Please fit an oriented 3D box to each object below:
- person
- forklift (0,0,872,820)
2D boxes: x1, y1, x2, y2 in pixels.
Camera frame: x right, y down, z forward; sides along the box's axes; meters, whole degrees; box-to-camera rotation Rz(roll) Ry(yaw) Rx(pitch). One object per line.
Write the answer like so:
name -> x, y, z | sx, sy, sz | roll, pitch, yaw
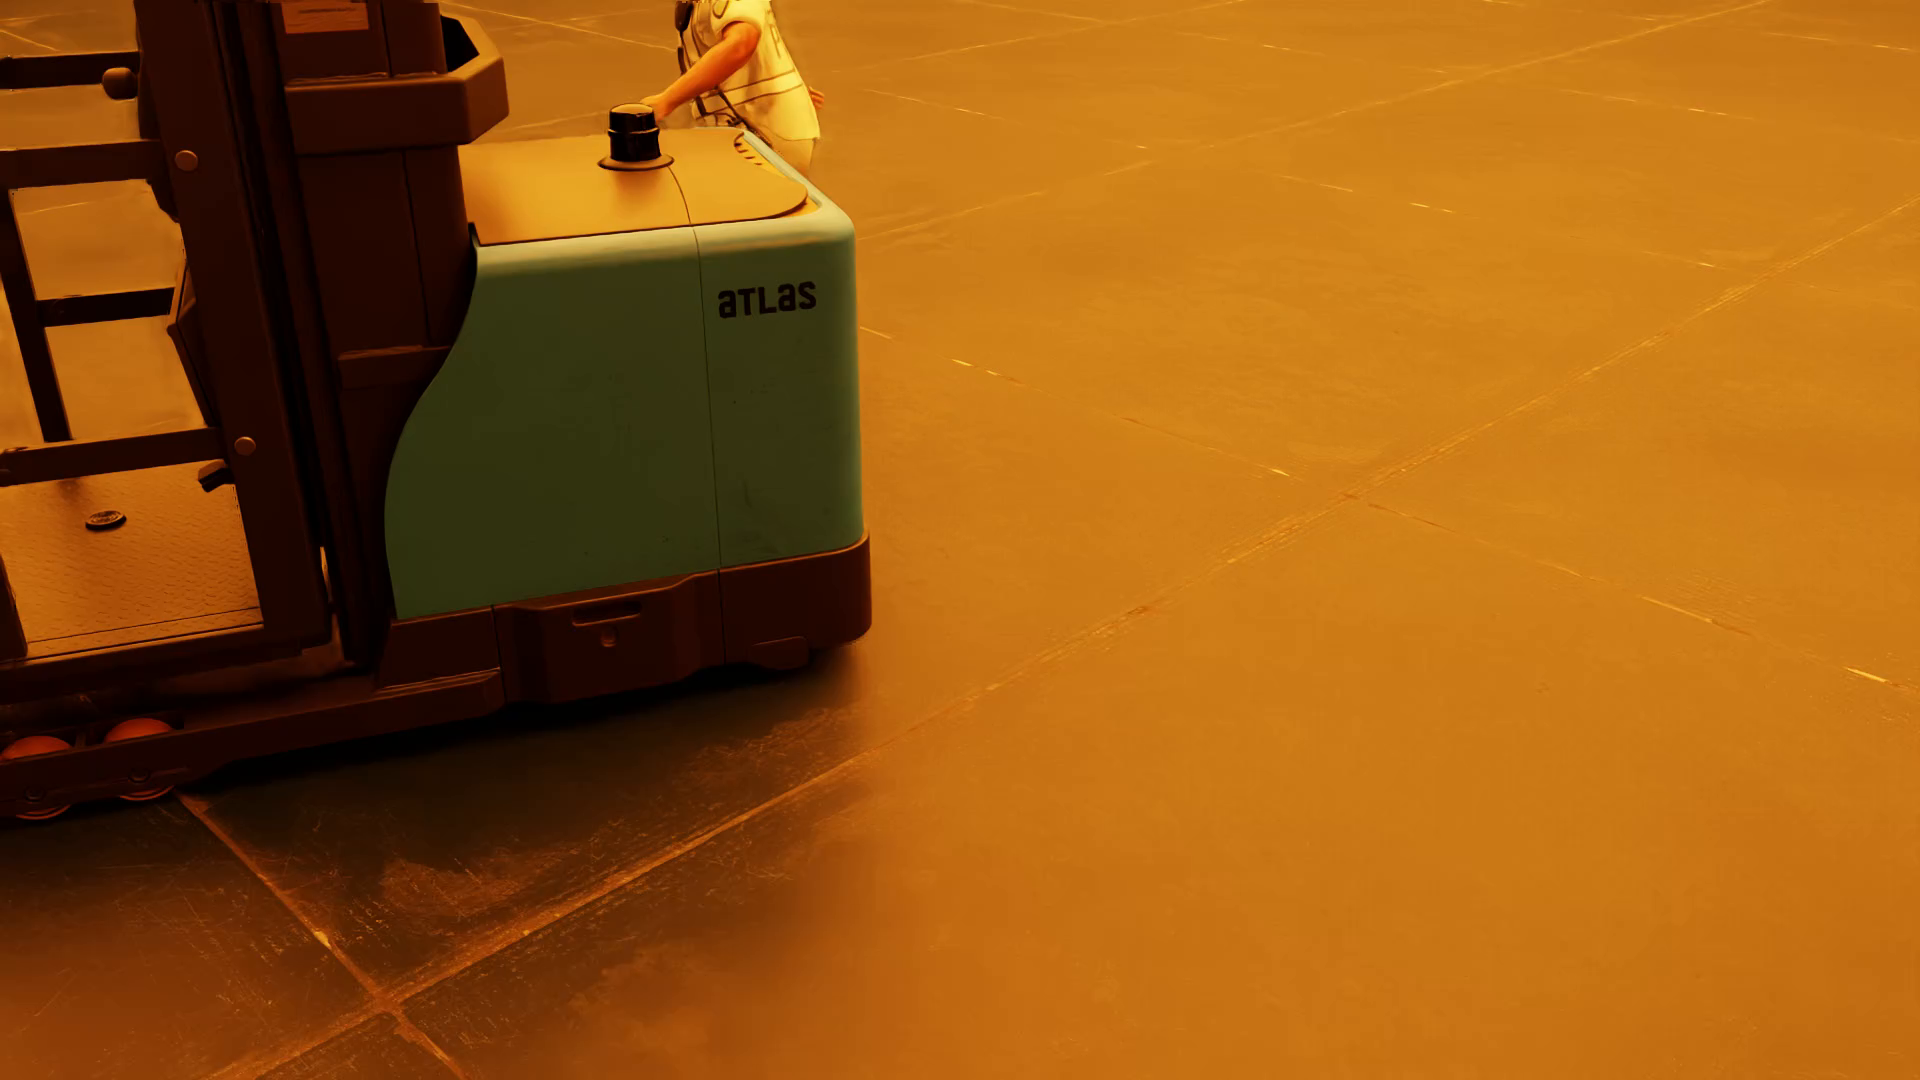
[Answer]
person -> -0.747, -1.281, 5.504 | 0.586, 1.710, 1.063 | -2, 26, -3
forklift -> -1.783, -1.010, 3.273 | 3.031, 2.935, 1.130 | -9, 28, -18
